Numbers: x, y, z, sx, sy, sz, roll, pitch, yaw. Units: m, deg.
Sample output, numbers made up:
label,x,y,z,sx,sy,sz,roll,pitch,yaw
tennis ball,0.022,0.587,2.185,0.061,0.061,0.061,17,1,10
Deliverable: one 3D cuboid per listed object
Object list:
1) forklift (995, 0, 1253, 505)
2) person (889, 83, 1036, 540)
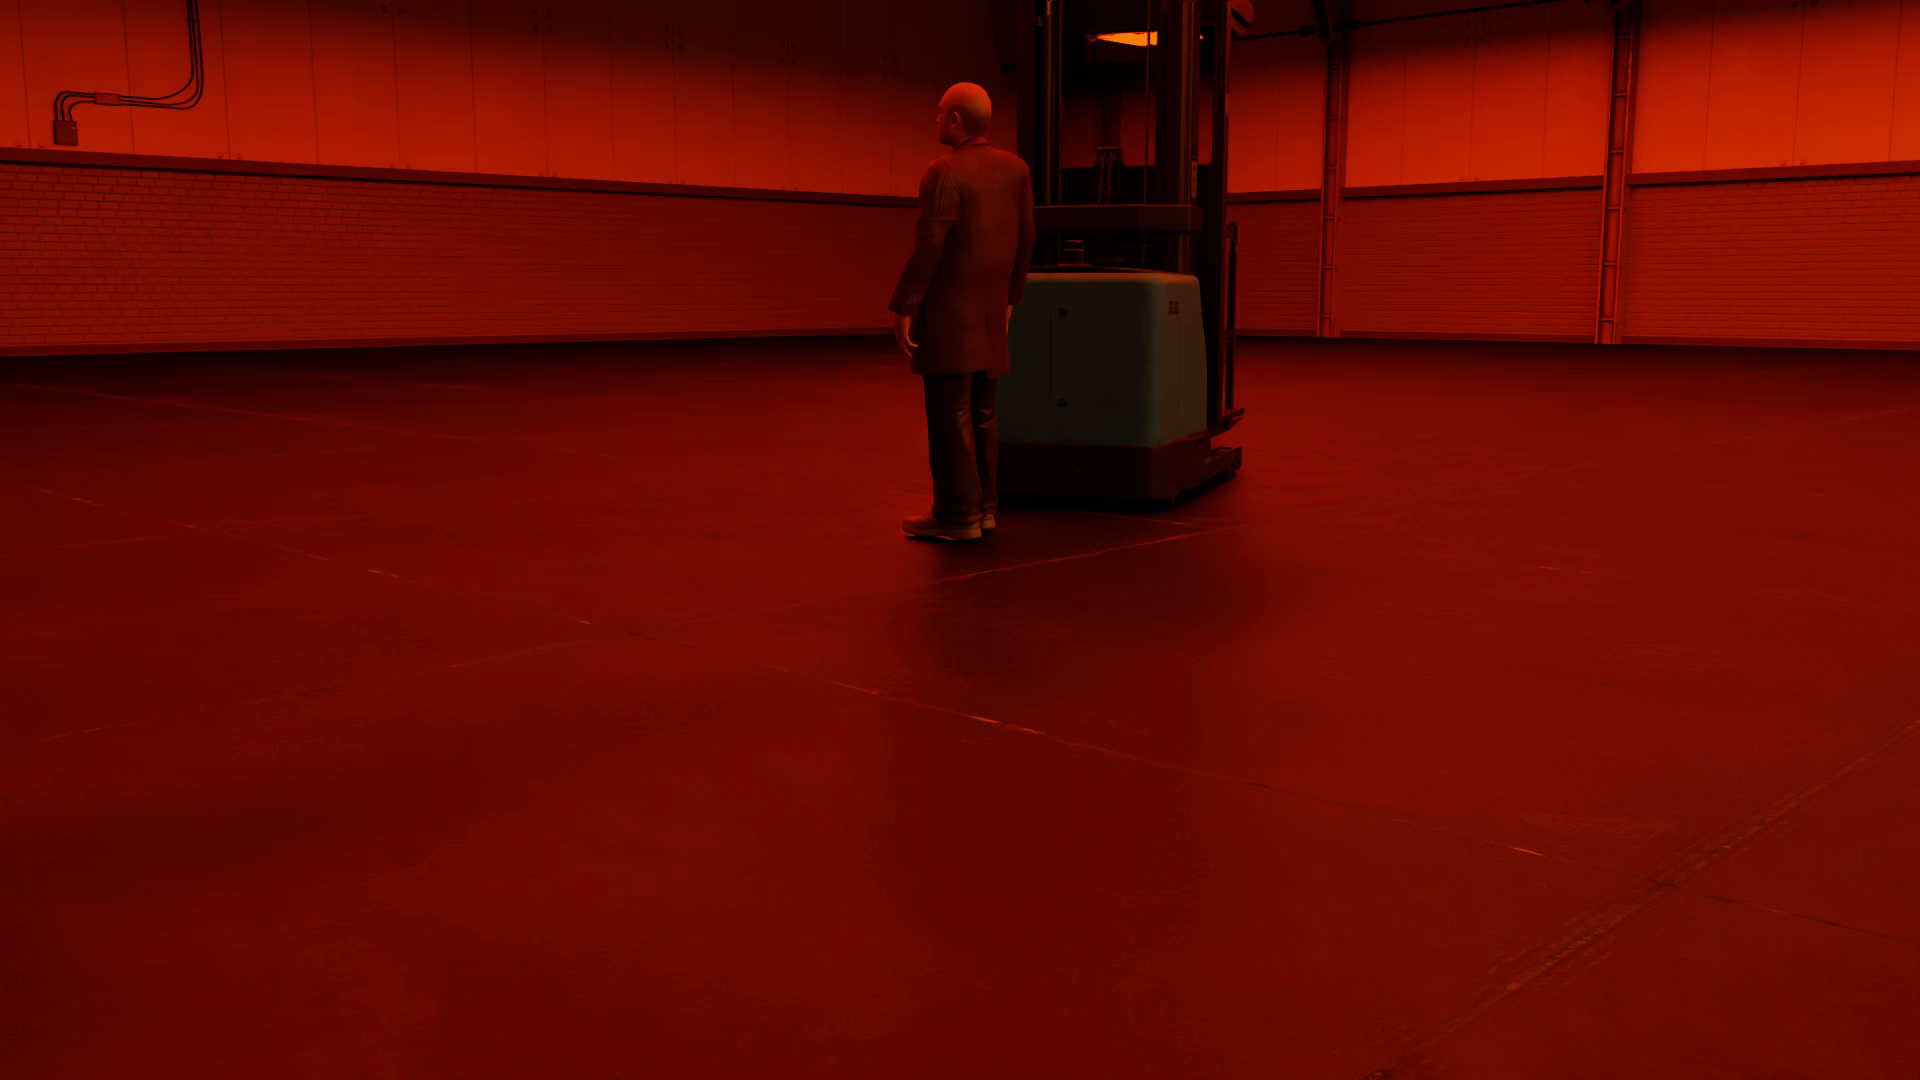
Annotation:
label,x,y,z,sx,sy,sz,roll,pitch,yaw
forklift,0.905,-1.790,8.762,1.130,2.935,3.031,3,9,19
person,-0.064,-0.896,6.650,0.579,1.778,0.698,8,12,43
